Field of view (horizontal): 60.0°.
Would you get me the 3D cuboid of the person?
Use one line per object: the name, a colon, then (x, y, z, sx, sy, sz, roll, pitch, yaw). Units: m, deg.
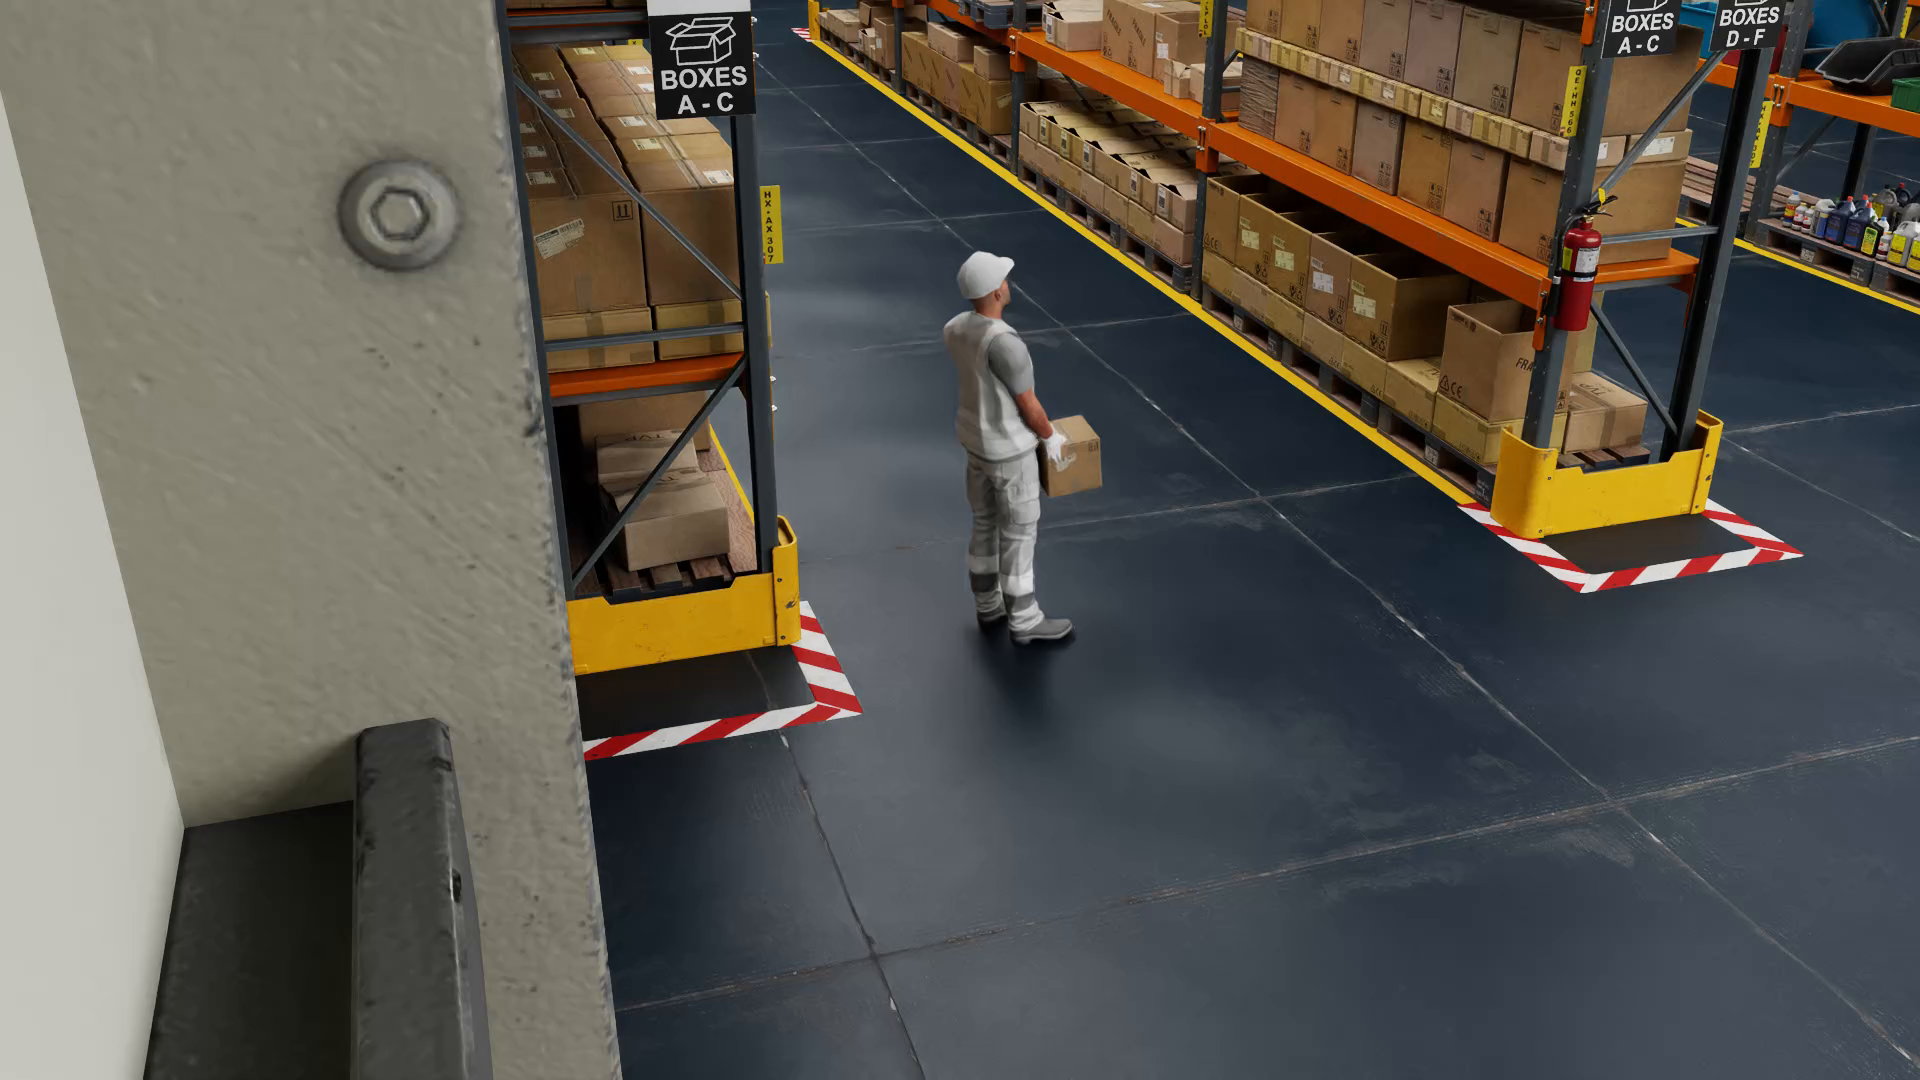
person: (0.219, -0.419, 7.422, 0.480, 1.794, 0.561, -15, 30, -28)
